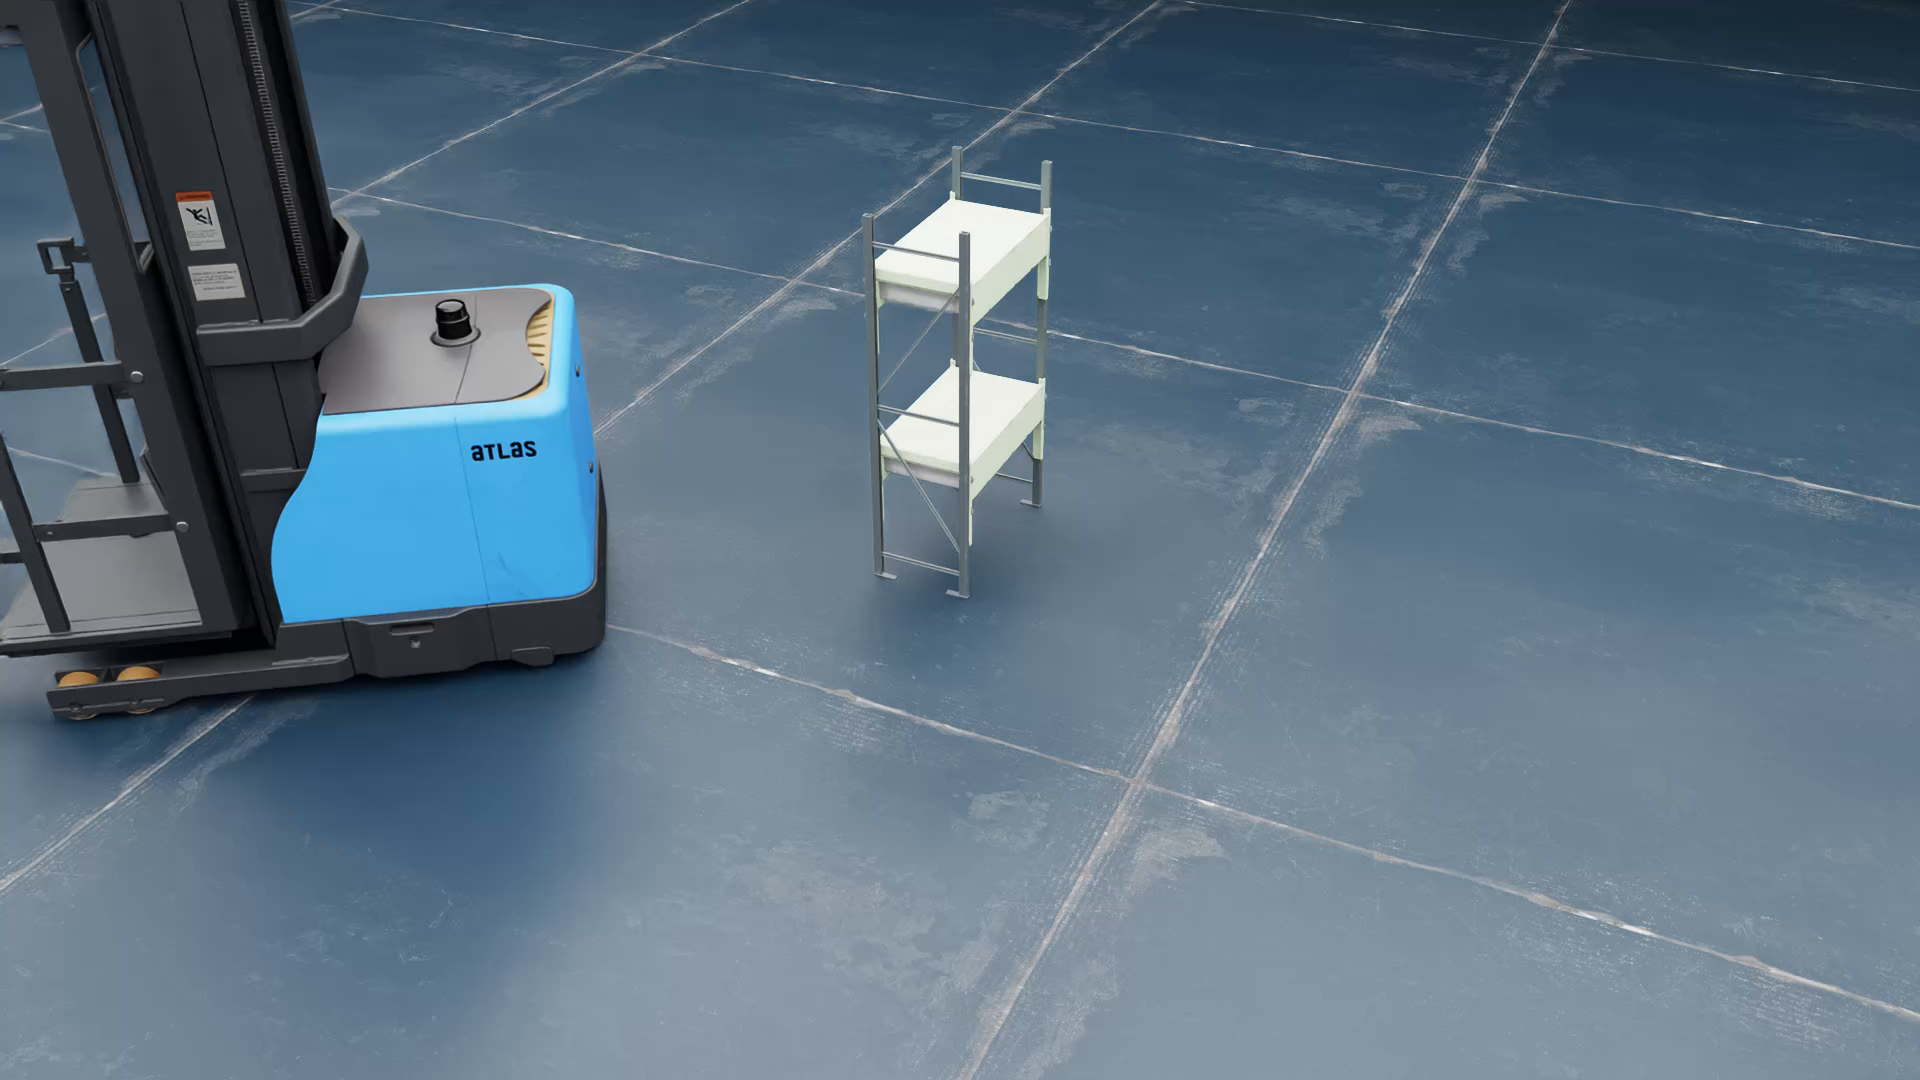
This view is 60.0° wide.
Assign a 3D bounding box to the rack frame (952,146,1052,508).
[{"bbox_3d":[0.156,-0.813,6.622,0.400,1.500,0.023,14,36,20],"label":"rack frame"}]

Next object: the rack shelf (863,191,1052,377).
[{"bbox_3d":[0.003,-0.957,6.130,0.431,0.370,0.720,14,36,20],"label":"rack shelf"}]

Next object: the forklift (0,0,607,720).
[{"bbox_3d":[-2.866,-0.912,5.468,3.031,2.935,1.130,-5,34,-8],"label":"forklift"}]

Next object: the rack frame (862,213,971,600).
[{"bbox_3d":[-0.150,-0.448,6.066,0.400,1.500,0.023,14,36,20],"label":"rack frame"}]

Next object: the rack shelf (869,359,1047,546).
[{"bbox_3d":[0.003,-0.358,6.523,0.431,0.370,0.720,14,36,20],"label":"rack shelf"}]

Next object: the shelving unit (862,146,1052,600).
[{"bbox_3d":[0.003,-0.631,6.344,0.431,1.500,0.755,14,36,20],"label":"shelving unit"}]
